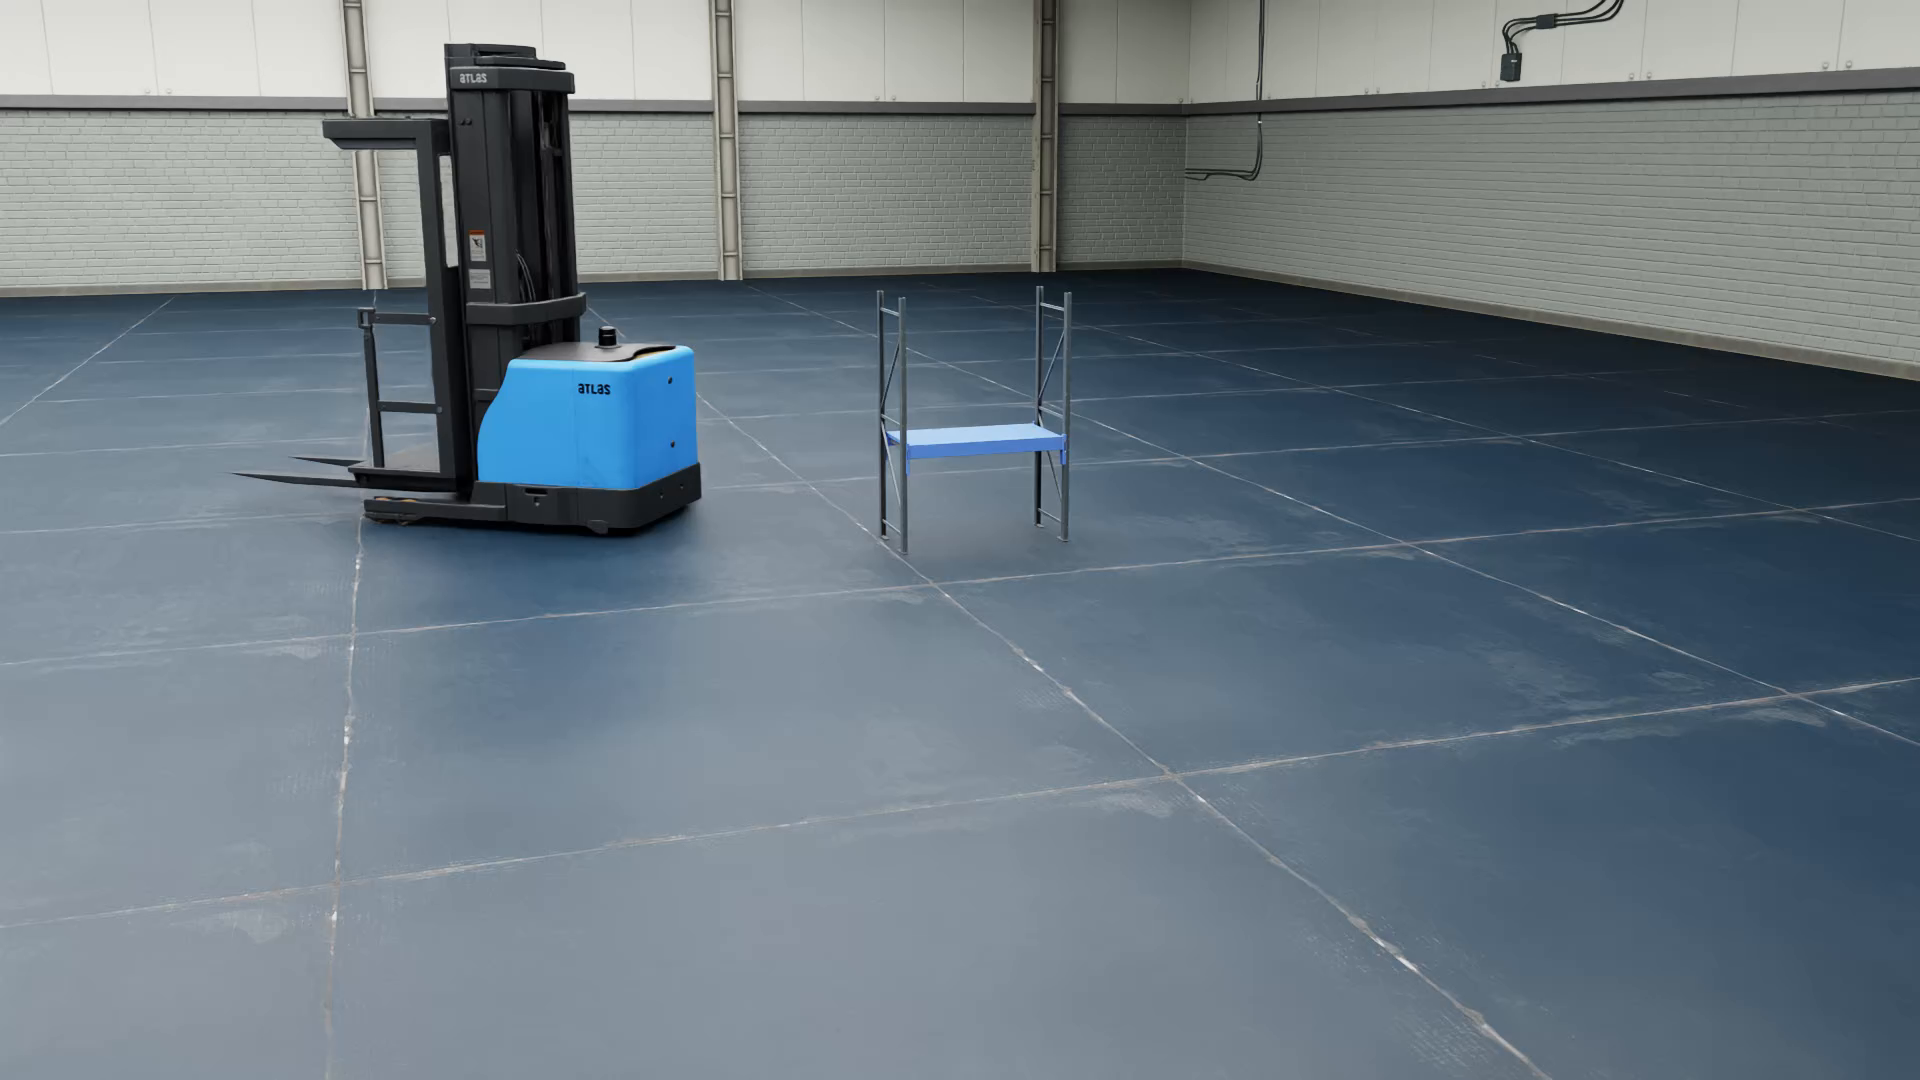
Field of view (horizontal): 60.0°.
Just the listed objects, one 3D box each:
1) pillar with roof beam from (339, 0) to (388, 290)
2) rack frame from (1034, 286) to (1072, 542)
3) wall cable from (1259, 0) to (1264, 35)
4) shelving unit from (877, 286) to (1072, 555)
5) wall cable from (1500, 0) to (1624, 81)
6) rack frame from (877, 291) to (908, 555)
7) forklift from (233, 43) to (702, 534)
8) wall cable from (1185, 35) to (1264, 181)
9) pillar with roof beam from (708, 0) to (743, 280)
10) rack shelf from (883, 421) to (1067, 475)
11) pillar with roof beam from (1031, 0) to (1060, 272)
[{"bbox_3d":[-8.418,-7.645,22.839,0.400,9.000,9.100,-4,14,-18],"label":"pillar with roof beam"},{"bbox_3d":[0.563,-0.773,10.153,0.032,1.500,0.500,-4,14,-18],"label":"rack frame"},{"bbox_3d":[5.659,-9.756,27.507,0.112,2.526,3.097,-4,14,-18],"label":"wall cable"},{"bbox_3d":[0.081,-0.736,9.996,1.048,1.500,0.538,-4,14,-18],"label":"shelving unit"},{"bbox_3d":[7.809,-8.974,21.075,0.169,6.003,2.305,-4,14,-18],"label":"wall cable"},{"bbox_3d":[-0.401,-0.698,9.838,0.032,1.500,0.500,-4,14,-18],"label":"rack frame"},{"bbox_3d":[-3.287,-1.632,10.670,3.031,2.935,1.130,4,14,15],"label":"forklift"},{"bbox_3d":[4.796,-7.892,30.586,0.112,2.526,3.097,-4,14,-18],"label":"wall cable"},{"bbox_3d":[-2.731,-8.088,24.700,0.400,9.000,9.100,-4,14,-18],"label":"pillar with roof beam"},{"bbox_3d":[0.081,-0.561,10.037,1.000,0.185,0.538,-4,14,-18],"label":"rack shelf"},{"bbox_3d":[2.956,-8.531,26.562,0.400,9.000,9.100,-4,14,-18],"label":"pillar with roof beam"}]
